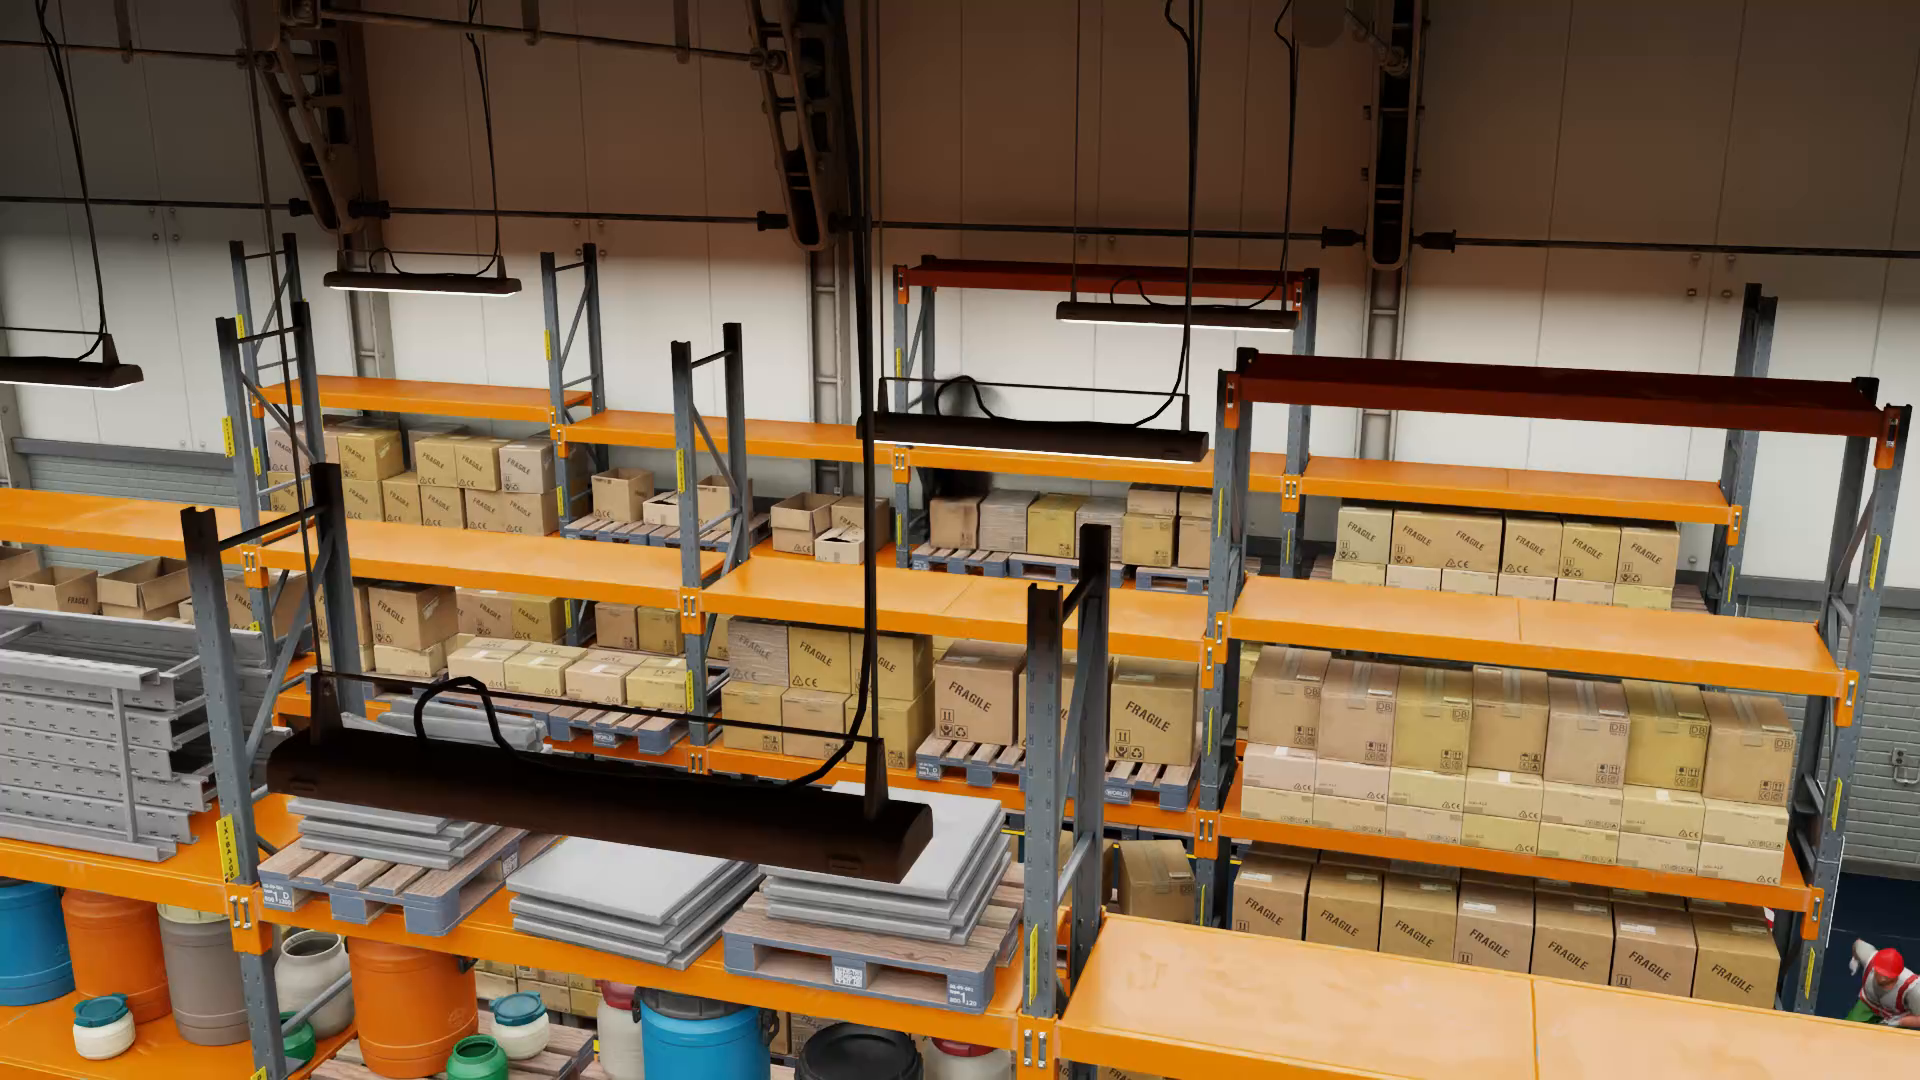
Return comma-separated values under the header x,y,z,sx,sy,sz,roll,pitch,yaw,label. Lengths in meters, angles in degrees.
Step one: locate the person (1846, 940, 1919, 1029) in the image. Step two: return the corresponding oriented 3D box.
x,y,z,sx,sy,sz,roll,pitch,yaw,label
7.263,3.741,13.068,0.667,1.552,1.166,14,21,40,person
